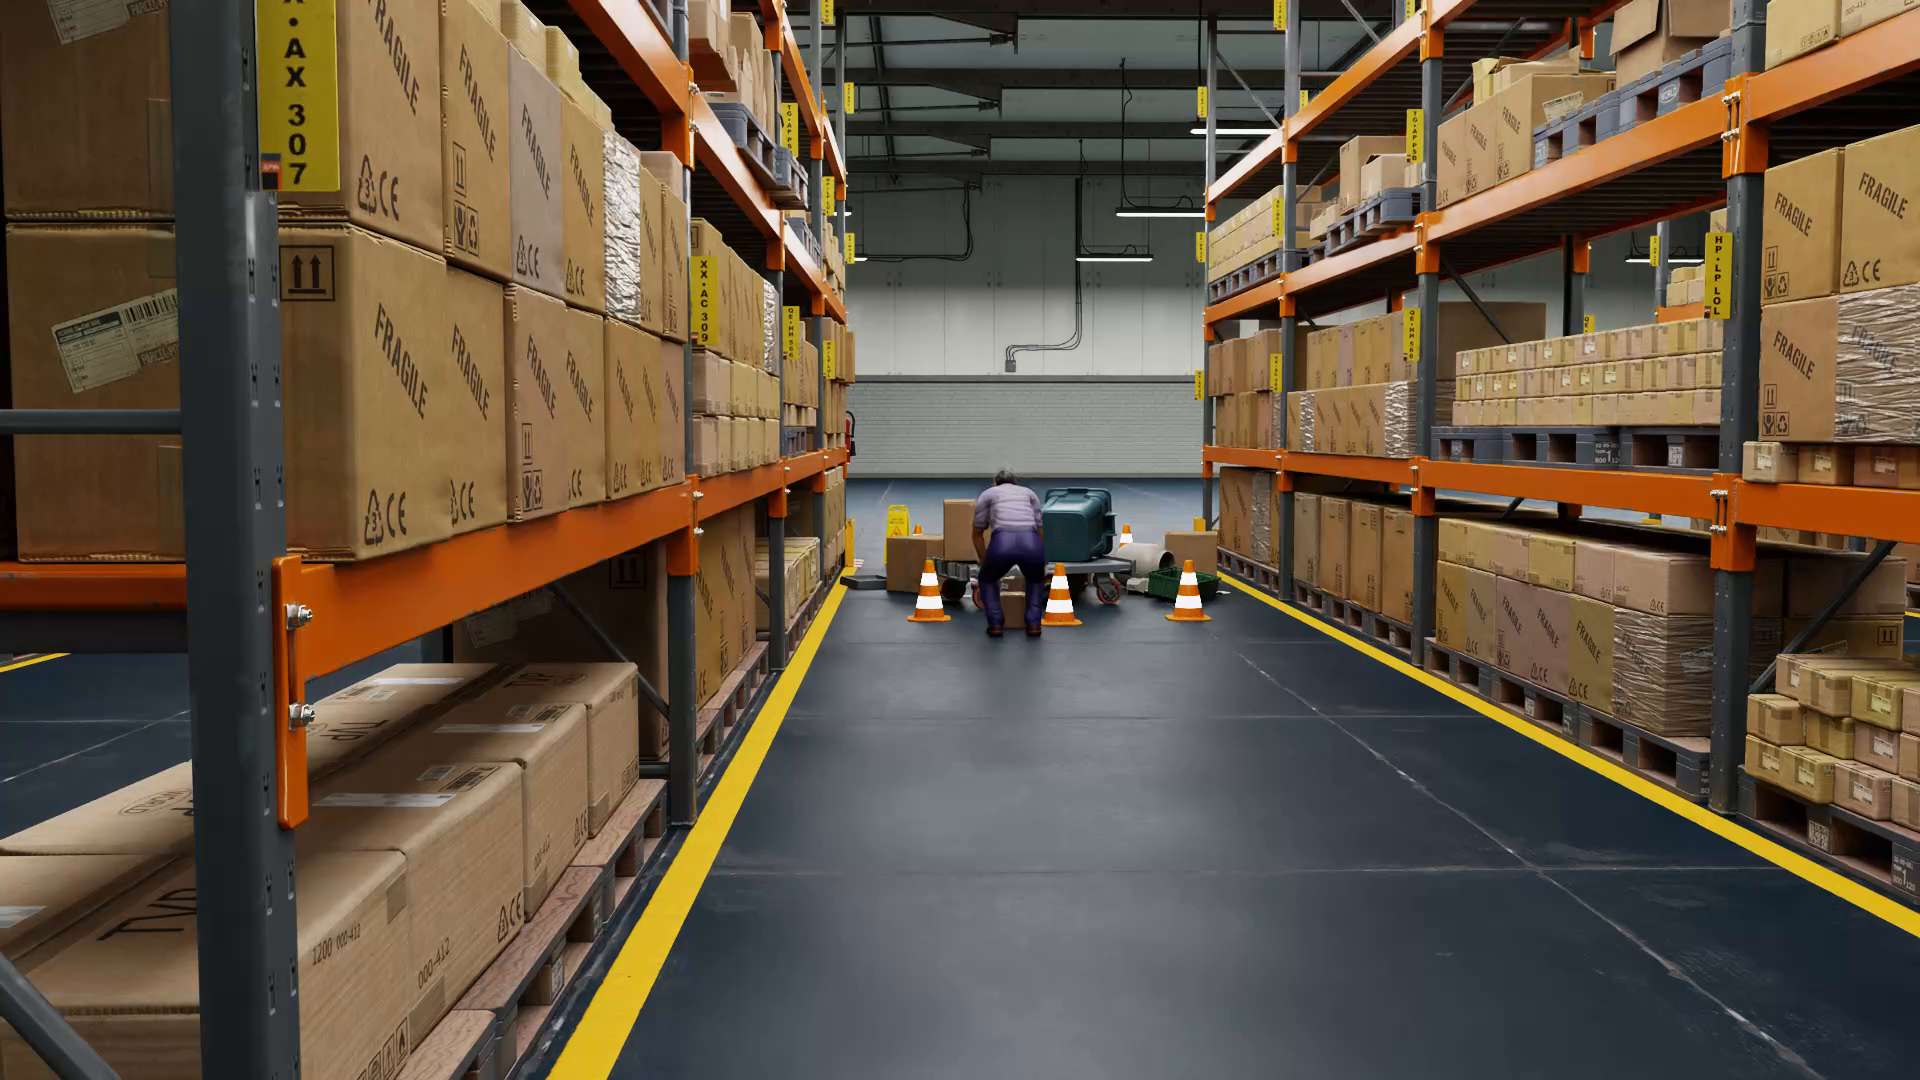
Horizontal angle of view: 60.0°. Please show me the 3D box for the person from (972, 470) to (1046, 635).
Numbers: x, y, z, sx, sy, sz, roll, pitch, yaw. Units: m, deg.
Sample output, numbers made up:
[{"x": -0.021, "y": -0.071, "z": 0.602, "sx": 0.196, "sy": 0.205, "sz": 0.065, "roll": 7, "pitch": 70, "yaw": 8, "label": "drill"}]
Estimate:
[{"x": 0.359, "y": 0.091, "z": 12.162, "sx": 0.541, "sy": 1.198, "sz": 0.742, "roll": 0, "pitch": 4, "yaw": -1, "label": "person"}]
